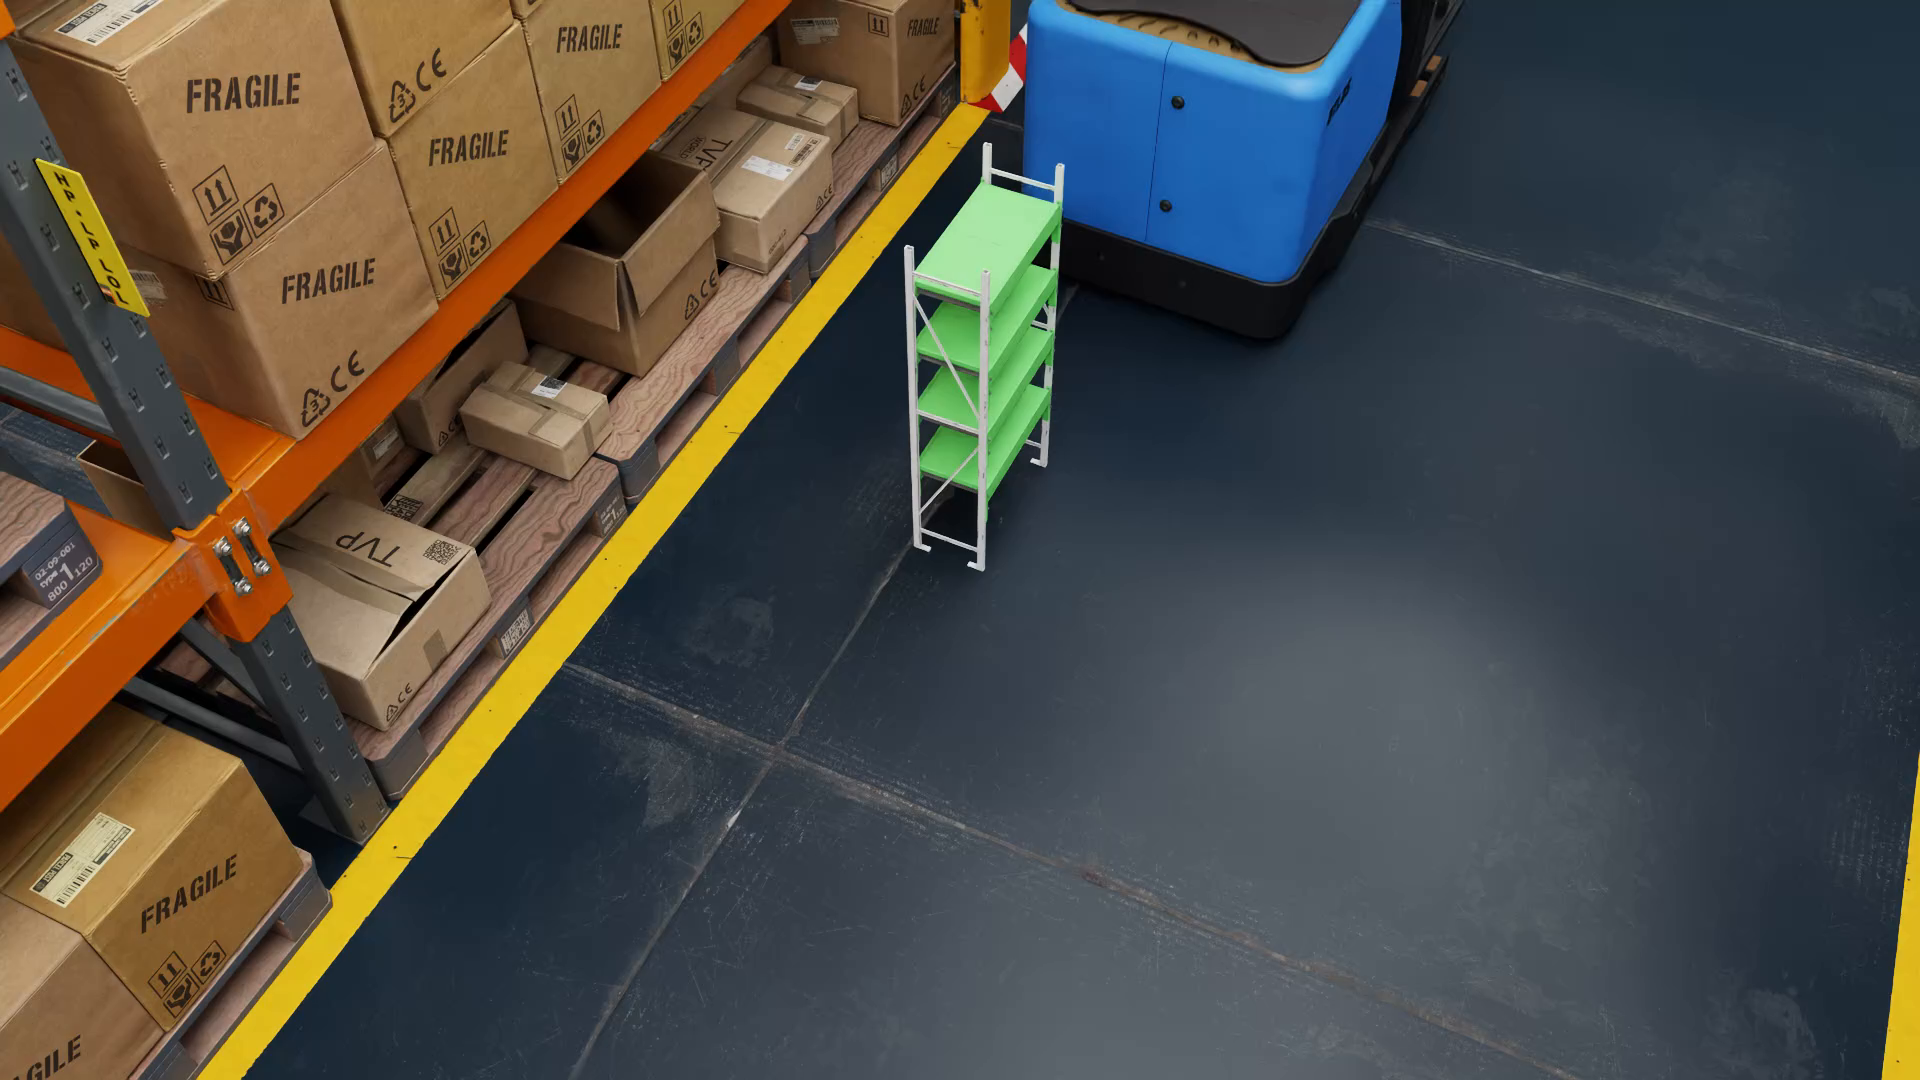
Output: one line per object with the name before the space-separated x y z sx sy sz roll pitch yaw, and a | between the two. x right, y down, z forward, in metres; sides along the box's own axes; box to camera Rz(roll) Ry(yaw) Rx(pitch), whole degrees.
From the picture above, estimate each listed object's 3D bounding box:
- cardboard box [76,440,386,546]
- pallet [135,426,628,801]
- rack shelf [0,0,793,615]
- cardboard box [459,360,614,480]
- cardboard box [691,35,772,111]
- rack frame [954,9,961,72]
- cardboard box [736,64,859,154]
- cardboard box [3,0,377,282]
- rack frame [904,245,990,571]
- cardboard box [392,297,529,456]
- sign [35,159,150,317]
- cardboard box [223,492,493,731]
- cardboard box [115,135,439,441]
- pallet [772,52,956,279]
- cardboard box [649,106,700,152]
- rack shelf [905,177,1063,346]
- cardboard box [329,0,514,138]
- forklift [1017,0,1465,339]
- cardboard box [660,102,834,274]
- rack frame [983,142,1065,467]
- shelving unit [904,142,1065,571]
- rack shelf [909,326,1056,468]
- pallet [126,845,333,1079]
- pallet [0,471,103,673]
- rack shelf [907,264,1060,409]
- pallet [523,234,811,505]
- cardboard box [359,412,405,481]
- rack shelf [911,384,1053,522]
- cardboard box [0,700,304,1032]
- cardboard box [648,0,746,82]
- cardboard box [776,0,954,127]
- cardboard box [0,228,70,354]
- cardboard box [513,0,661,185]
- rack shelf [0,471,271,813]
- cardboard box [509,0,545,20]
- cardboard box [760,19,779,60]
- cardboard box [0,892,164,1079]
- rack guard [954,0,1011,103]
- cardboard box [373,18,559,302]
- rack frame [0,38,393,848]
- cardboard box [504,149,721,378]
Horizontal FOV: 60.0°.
cardboard box | -2.065 -0.155 4.765 0.500 0.500 0.500 20 52 16
pallet | -1.757 0.093 5.033 1.003 0.211 1.213 20 52 16
rack shelf | -1.197 -1.482 5.014 1.077 0.370 4.000 20 52 16
cardboard box | -1.316 -0.380 5.175 0.380 0.166 0.250 20 52 16
cardboard box | -1.045 -1.718 6.259 0.500 0.250 0.500 20 52 16
rack frame | -0.343 -3.093 5.912 1.000 3.000 0.127 20 52 16
cardboard box | -0.607 -1.613 6.224 0.380 0.166 0.250 20 52 16
cardboard box | -1.596 -0.928 3.348 0.500 0.500 0.500 21 53 17
rack frame | -0.034 -0.335 4.747 0.240 1.200 0.015 20 52 16
cardboard box | -1.744 -0.611 5.277 0.500 0.311 0.500 20 52 16
sign | -1.548 -0.535 2.976 0.100 0.325 0.005 20 52 16
cardboard box | -1.677 0.172 4.611 0.500 0.311 0.500 20 52 16
cardboard box | -1.588 -0.633 3.753 0.500 0.500 0.500 21 53 17
pallet | -0.715 -1.587 6.462 1.003 0.211 1.213 20 52 16
cardboard box | -1.259 -1.373 5.966 0.500 0.250 0.500 20 52 16
rack shelf | 0.071 -0.772 4.573 0.258 0.148 0.480 20 52 16
cardboard box | -1.376 -1.283 3.650 0.500 0.500 0.500 18 52 15
forklift | 1.329 -2.777 5.689 1.130 2.935 3.031 22 53 17
cardboard box | -0.785 -1.245 5.857 0.500 0.250 0.500 20 52 16
rack frame | 0.175 -0.671 5.033 0.240 1.200 0.015 20 52 16
shelving unit | 0.071 -0.503 4.890 0.258 1.200 0.503 20 52 16
rack shelf | 0.071 -0.461 4.939 0.258 0.148 0.480 20 52 16
pallet | -2.365 1.138 4.143 1.003 0.211 1.213 20 52 16
pallet | -2.492 0.239 3.203 1.003 0.211 1.213 20 52 16
rack shelf | 0.071 -0.617 4.756 0.258 0.148 0.480 20 52 16
pallet | -1.238 -0.750 5.750 1.003 0.211 1.213 20 52 16
cardboard box | -1.959 -0.319 5.135 0.380 0.149 0.250 20 52 16
rack shelf | 0.071 -0.306 5.121 0.258 0.148 0.480 20 52 16
cardboard box | -2.003 0.762 3.984 0.500 0.500 0.500 20 52 16
cardboard box | -0.940 -1.681 4.645 0.500 0.500 0.500 19 52 16
cardboard box | -0.352 -1.971 6.310 0.500 0.500 0.500 20 52 16
cardboard box | -2.070 -0.798 3.894 0.500 0.500 0.500 21 53 17
cardboard box | -1.156 -1.330 4.347 0.500 0.500 0.500 20 52 16
rack shelf | -2.906 1.272 2.670 1.077 0.370 4.000 20 52 16
cardboard box | -1.156 -1.637 3.951 0.500 0.500 0.500 18 52 15
cardboard box | -0.939 -1.968 6.527 0.380 0.166 0.250 20 52 16
cardboard box | -2.222 1.100 3.697 0.500 0.500 0.500 20 52 16
rack guard | -0.375 -2.230 6.820 1.175 0.500 0.348 20 52 16
cardboard box | -1.372 -0.987 4.054 0.500 0.500 0.500 21 53 17
rack frame | -2.052 -0.338 3.568 1.000 3.000 0.127 20 52 16
cardboard box | -1.254 -0.967 5.454 0.797 0.503 0.637 20 52 16
